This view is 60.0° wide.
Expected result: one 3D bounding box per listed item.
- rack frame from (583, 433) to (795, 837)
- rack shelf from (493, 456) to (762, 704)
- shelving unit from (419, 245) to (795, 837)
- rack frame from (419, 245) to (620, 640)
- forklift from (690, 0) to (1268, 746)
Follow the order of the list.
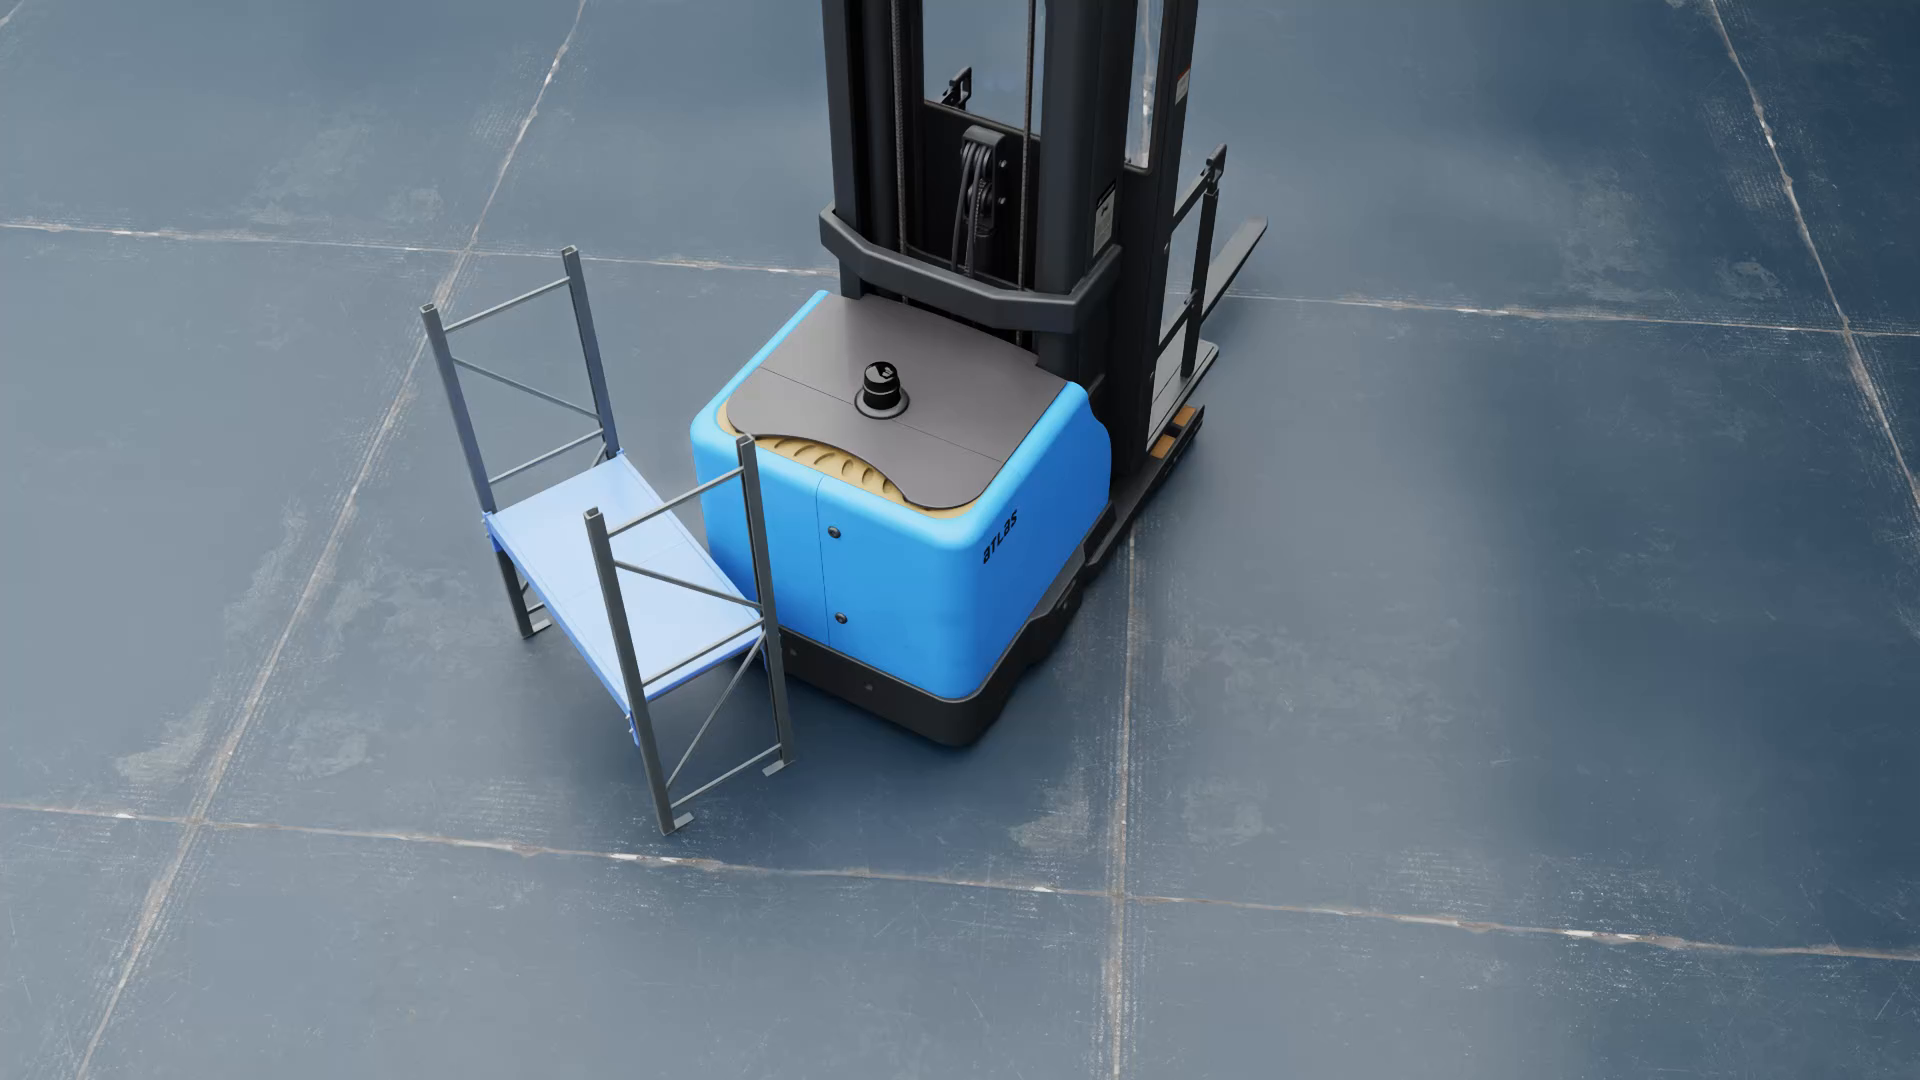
[{"bbox_3d":[-0.762,0.335,4.927,0.500,1.500,0.032,-28,54,-24],"label":"rack frame"},{"bbox_3d":[-1.063,0.121,5.300,0.459,0.062,0.952,-28,54,-24],"label":"rack shelf"},{"bbox_3d":[-1.063,0.033,5.204,0.500,1.500,1.048,-28,54,-24],"label":"shelving unit"},{"bbox_3d":[-1.364,-0.270,5.480,0.500,1.500,0.032,-28,54,-24],"label":"rack frame"},{"bbox_3d":[0.307,-1.391,5.536,1.130,2.935,3.031,23,51,19],"label":"forklift"}]
